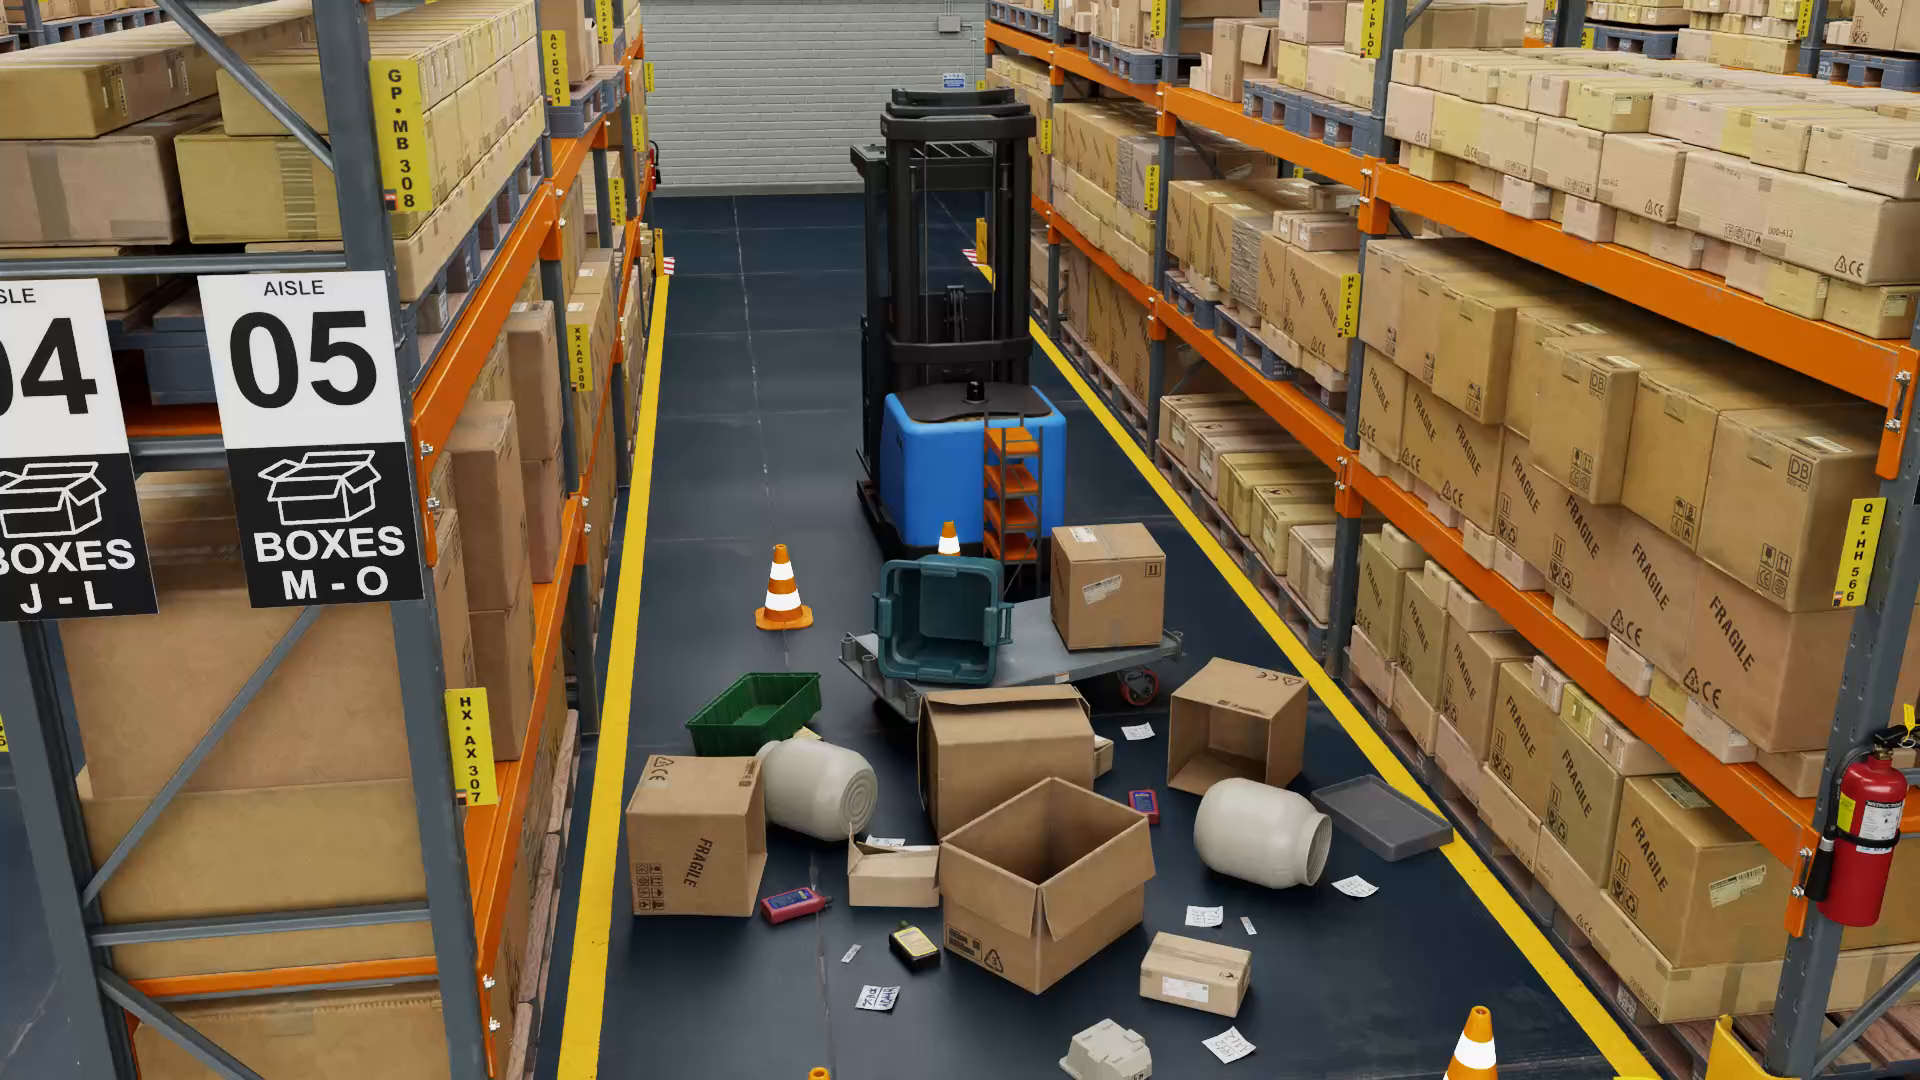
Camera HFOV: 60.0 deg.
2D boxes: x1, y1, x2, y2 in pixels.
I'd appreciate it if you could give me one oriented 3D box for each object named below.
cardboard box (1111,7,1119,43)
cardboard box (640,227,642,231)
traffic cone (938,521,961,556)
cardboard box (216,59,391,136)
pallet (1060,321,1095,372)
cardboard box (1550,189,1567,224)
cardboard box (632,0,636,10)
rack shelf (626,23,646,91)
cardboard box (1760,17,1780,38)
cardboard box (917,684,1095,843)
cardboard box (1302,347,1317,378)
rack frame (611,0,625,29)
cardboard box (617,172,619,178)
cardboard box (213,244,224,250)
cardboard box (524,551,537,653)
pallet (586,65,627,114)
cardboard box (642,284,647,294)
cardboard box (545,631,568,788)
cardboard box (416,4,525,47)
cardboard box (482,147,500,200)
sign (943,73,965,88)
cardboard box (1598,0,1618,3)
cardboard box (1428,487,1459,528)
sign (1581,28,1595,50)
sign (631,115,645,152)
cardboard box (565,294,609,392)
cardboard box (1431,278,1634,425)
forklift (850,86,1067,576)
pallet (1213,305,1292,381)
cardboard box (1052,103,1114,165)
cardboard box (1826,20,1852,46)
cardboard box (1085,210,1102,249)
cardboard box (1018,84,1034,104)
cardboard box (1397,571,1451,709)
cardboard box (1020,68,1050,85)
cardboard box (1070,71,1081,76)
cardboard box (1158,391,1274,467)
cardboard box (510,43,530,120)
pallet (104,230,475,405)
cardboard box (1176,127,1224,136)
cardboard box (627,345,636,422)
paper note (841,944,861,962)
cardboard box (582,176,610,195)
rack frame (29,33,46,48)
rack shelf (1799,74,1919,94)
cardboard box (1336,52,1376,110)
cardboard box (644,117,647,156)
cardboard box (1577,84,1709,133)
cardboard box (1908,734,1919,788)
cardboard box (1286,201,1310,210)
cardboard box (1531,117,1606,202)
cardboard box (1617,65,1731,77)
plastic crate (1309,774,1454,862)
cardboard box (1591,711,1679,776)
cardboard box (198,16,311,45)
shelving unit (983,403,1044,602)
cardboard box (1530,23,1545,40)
[{"bbox_3d":[1.408,-4.062,13.110,0.396,0.266,0.258,-3,21,-9],"label":"cardboard box"},{"bbox_3d":[-3.778,-3.429,18.733,0.380,0.149,0.250,-3,21,-7],"label":"cardboard box"},{"bbox_3d":[-0.066,0.101,10.285,0.336,0.463,0.334,-3,21,-8],"label":"traffic cone"},{"bbox_3d":[-1.511,-1.046,3.918,0.380,0.149,0.250,-3,21,-7],"label":"cardboard box"},{"bbox_3d":[1.562,-1.879,15.946,1.003,0.211,1.213,-3,21,-8],"label":"pallet"},{"bbox_3d":[2.553,-1.311,6.512,0.380,0.149,0.250,-3,21,-7],"label":"cardboard box"},{"bbox_3d":[-3.620,-5.617,17.181,0.500,0.250,0.500,-3,21,-7],"label":"cardboard box"},{"bbox_3d":[-3.796,-4.925,16.856,1.077,0.370,4.000,-3,21,-8],"label":"rack shelf"},{"bbox_3d":[6.557,-4.039,13.099,0.380,0.149,0.250,-3,21,-9],"label":"cardboard box"},{"bbox_3d":[0.205,1.008,7.604,0.797,0.637,0.503,-3,21,-8],"label":"cardboard box"},{"bbox_3d":[2.161,-1.014,9.404,0.380,0.149,0.250,-4,21,-9],"label":"cardboard box"},{"bbox_3d":[-3.508,-5.975,14.351,1.000,3.000,0.127,-3,21,-8],"label":"rack frame"},{"bbox_3d":[-3.216,-3.164,14.733,0.380,0.149,0.250,-3,21,-7],"label":"cardboard box"},{"bbox_3d":[-2.270,-0.902,4.673,0.380,0.149,0.250,-3,21,-7],"label":"cardboard box"},{"bbox_3d":[-2.051,0.223,6.117,0.875,0.550,0.500,-3,21,-8],"label":"cardboard box"},{"bbox_3d":[-2.786,-2.876,10.611,1.213,0.211,1.003,-2,21,-5],"label":"pallet"},{"bbox_3d":[-3.469,-2.615,17.404,0.380,0.149,0.250,-3,21,-9],"label":"cardboard box"},{"bbox_3d":[-2.333,0.626,7.691,0.875,0.875,0.875,-3,21,-7],"label":"cardboard box"},{"bbox_3d":[-1.914,-2.014,6.510,0.380,0.149,0.250,-3,21,-8],"label":"cardboard box"},{"bbox_3d":[-1.729,-1.200,5.472,0.380,0.149,0.250,-3,21,-7],"label":"cardboard box"},{"bbox_3d":[-0.093,-6.930,25.098,0.327,0.218,0.001,-3,21,-8],"label":"sign"},{"bbox_3d":[6.063,-4.979,15.163,0.380,0.149,0.250,-3,21,-9],"label":"cardboard box"},{"bbox_3d":[2.415,-0.173,7.752,0.380,0.149,0.250,-2,21,-6],"label":"cardboard box"},{"bbox_3d":[3.065,-2.356,8.212,0.100,0.325,0.005,-3,21,-8],"label":"sign"},{"bbox_3d":[-2.959,-3.736,15.276,0.100,0.325,0.005,-3,21,-8],"label":"sign"},{"bbox_3d":[-2.380,-1.161,9.893,0.500,0.500,0.500,-3,21,-7],"label":"cardboard box"},{"bbox_3d":[2.476,-0.817,7.120,0.700,0.500,0.500,-3,21,-9],"label":"cardboard box"},{"bbox_3d":[-0.125,-1.589,11.281,1.130,2.935,3.031,-4,21,-11],"label":"forklift"},{"bbox_3d":[2.279,-1.291,10.659,1.003,0.211,1.213,-3,21,-8],"label":"pallet"},{"bbox_3d":[1.155,-3.797,15.524,0.500,0.500,0.500,-3,21,-7],"label":"cardboard box"},{"bbox_3d":[6.614,-3.719,12.189,0.380,0.166,0.250,-3,21,-8],"label":"cardboard box"},{"bbox_3d":[1.375,-2.682,14.324,0.500,0.250,0.500,-3,21,-9],"label":"cardboard box"},{"bbox_3d":[0.887,-4.465,17.313,0.500,0.500,0.500,-3,21,-7],"label":"cardboard box"},{"bbox_3d":[2.436,0.464,7.945,0.500,0.500,0.500,-2,21,-6],"label":"cardboard box"},{"bbox_3d":[0.845,-4.889,17.519,0.380,0.149,0.250,-3,21,-8],"label":"cardboard box"},{"bbox_3d":[1.354,-4.830,17.362,0.380,0.149,0.250,-3,21,-8],"label":"cardboard box"},{"bbox_3d":[2.024,-0.833,12.316,0.950,0.372,0.625,-4,21,-11],"label":"cardboard box"},{"bbox_3d":[-1.957,-1.780,6.453,0.500,0.250,0.500,-3,21,-8],"label":"cardboard box"},{"bbox_3d":[-1.895,-0.629,4.454,1.003,0.211,1.213,-3,21,-8],"label":"pallet"},{"bbox_3d":[1.983,-3.113,13.693,0.500,0.500,0.500,-2,21,-6],"label":"cardboard box"},{"bbox_3d":[-2.856,-1.237,13.212,0.500,0.500,0.500,-3,21,-7],"label":"cardboard box"},{"bbox_3d":[-0.440,1.672,6.725,0.032,0.001,0.123,8,22,20],"label":"paper note"},{"bbox_3d":[-3.029,-2.848,13.464,0.380,0.149,0.250,-3,21,-9],"label":"cardboard box"},{"bbox_3d":[-8.430,-2.949,14.825,1.000,3.000,0.127,-3,21,-8],"label":"rack frame"},{"bbox_3d":[7.152,-2.691,10.876,1.077,0.370,4.000,-3,21,-8],"label":"rack shelf"},{"bbox_3d":[2.302,-2.406,8.697,0.500,0.250,0.500,-3,21,-9],"label":"cardboard box"},{"bbox_3d":[-3.696,-4.414,18.179,0.500,0.500,0.500,-3,21,-9],"label":"cardboard box"},{"bbox_3d":[2.511,-1.587,6.109,0.380,0.149,0.250,-2,21,-6],"label":"cardboard box"},{"bbox_3d":[3.262,0.696,5.426,0.380,0.149,0.250,-3,21,-8],"label":"cardboard box"},{"bbox_3d":[2.453,-1.950,10.983,0.500,0.500,0.500,-4,21,-11],"label":"cardboard box"},{"bbox_3d":[2.540,-1.460,6.341,0.500,0.250,0.500,-3,21,-7],"label":"cardboard box"},{"bbox_3d":[2.957,-1.881,6.898,0.380,0.149,0.250,-3,21,-9],"label":"cardboard box"},{"bbox_3d":[1.944,1.274,7.692,0.402,0.080,0.583,-11,23,-26],"label":"plastic crate"},{"bbox_3d":[2.613,0.754,6.240,0.380,0.149,0.250,-2,21,-6],"label":"cardboard box"},{"bbox_3d":[-2.454,-1.715,5.710,0.380,0.149,0.250,-3,21,-8],"label":"cardboard box"},{"bbox_3d":[0.311,-0.169,9.953,0.258,1.200,0.503,-4,21,-10],"label":"shelving unit"},{"bbox_3d":[5.943,-5.097,16.649,0.380,0.149,0.250,-3,21,-8],"label":"cardboard box"}]
